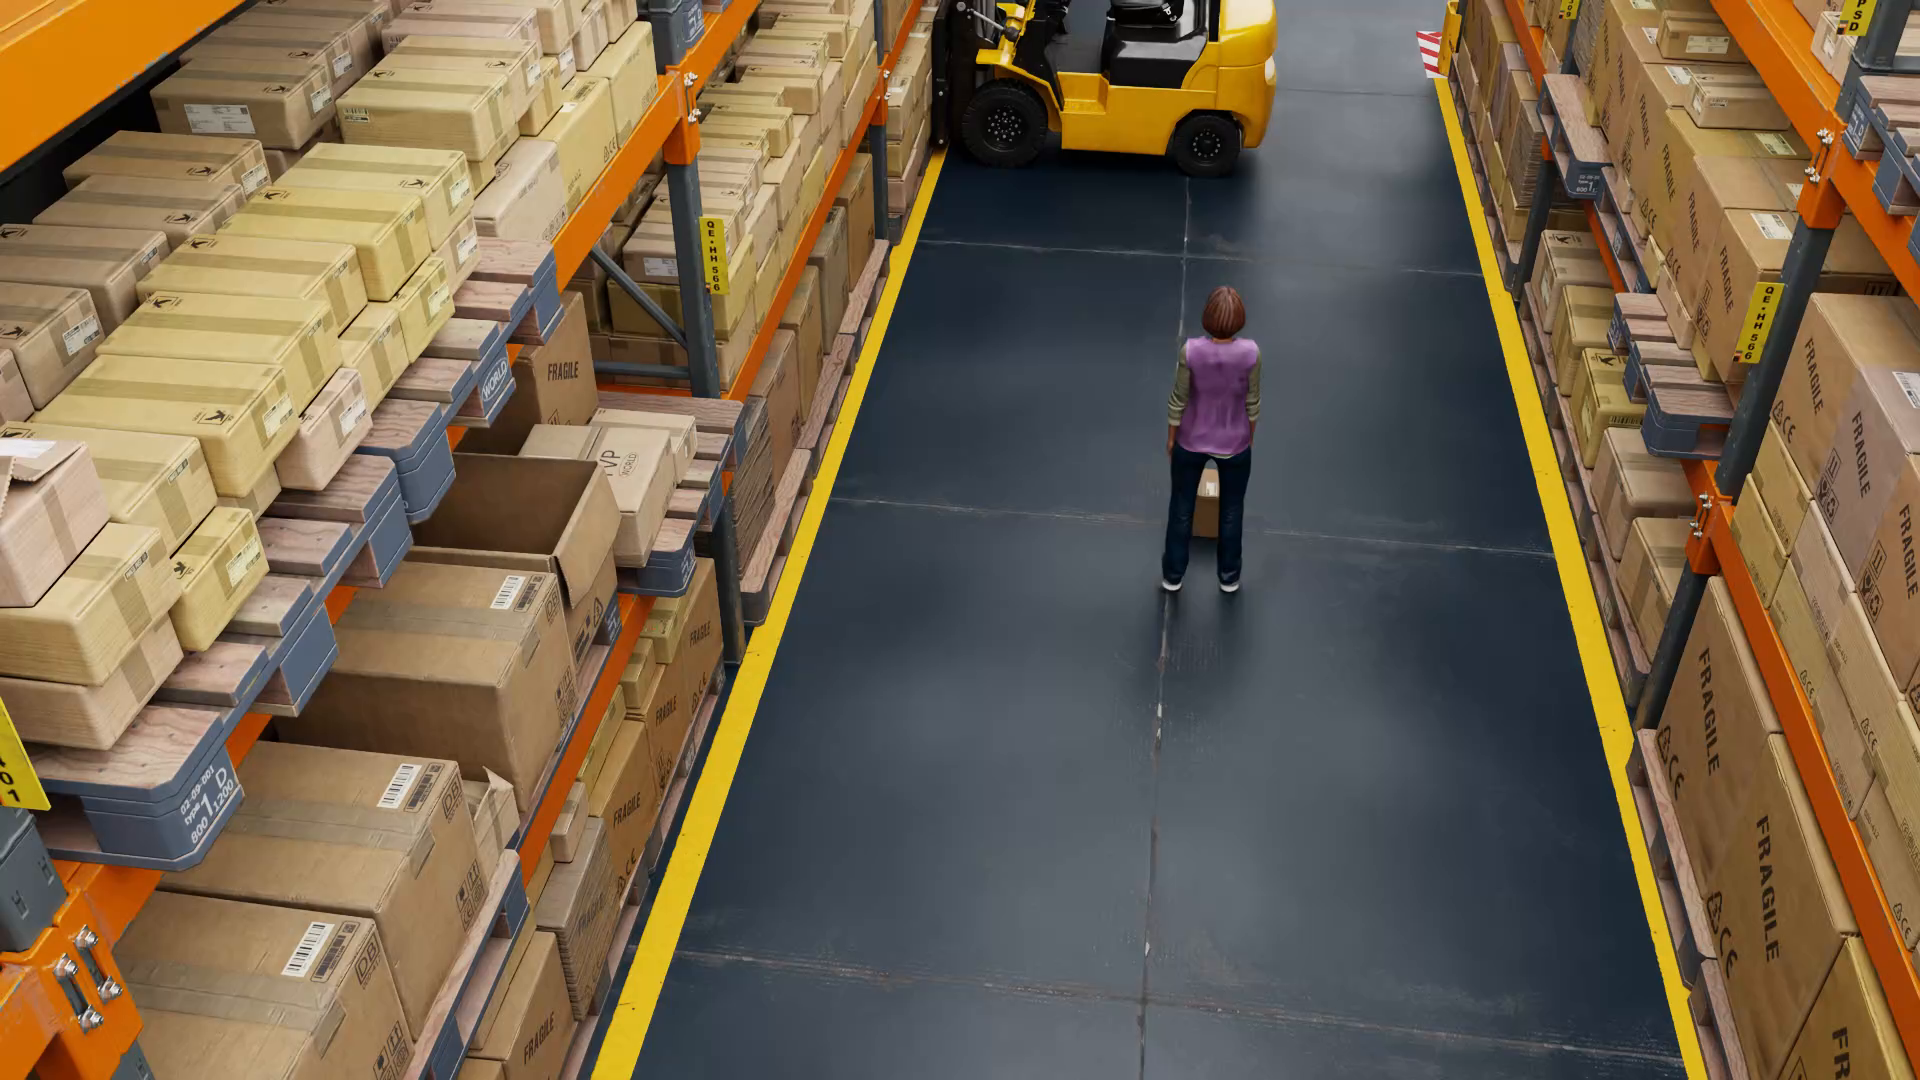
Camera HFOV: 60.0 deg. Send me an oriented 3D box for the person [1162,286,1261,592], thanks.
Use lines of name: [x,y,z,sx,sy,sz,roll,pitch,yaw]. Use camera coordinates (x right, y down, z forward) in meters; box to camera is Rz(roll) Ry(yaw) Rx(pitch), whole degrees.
person: [1.155,-0.455,7.653,0.422,1.597,0.327,5,37,7]
